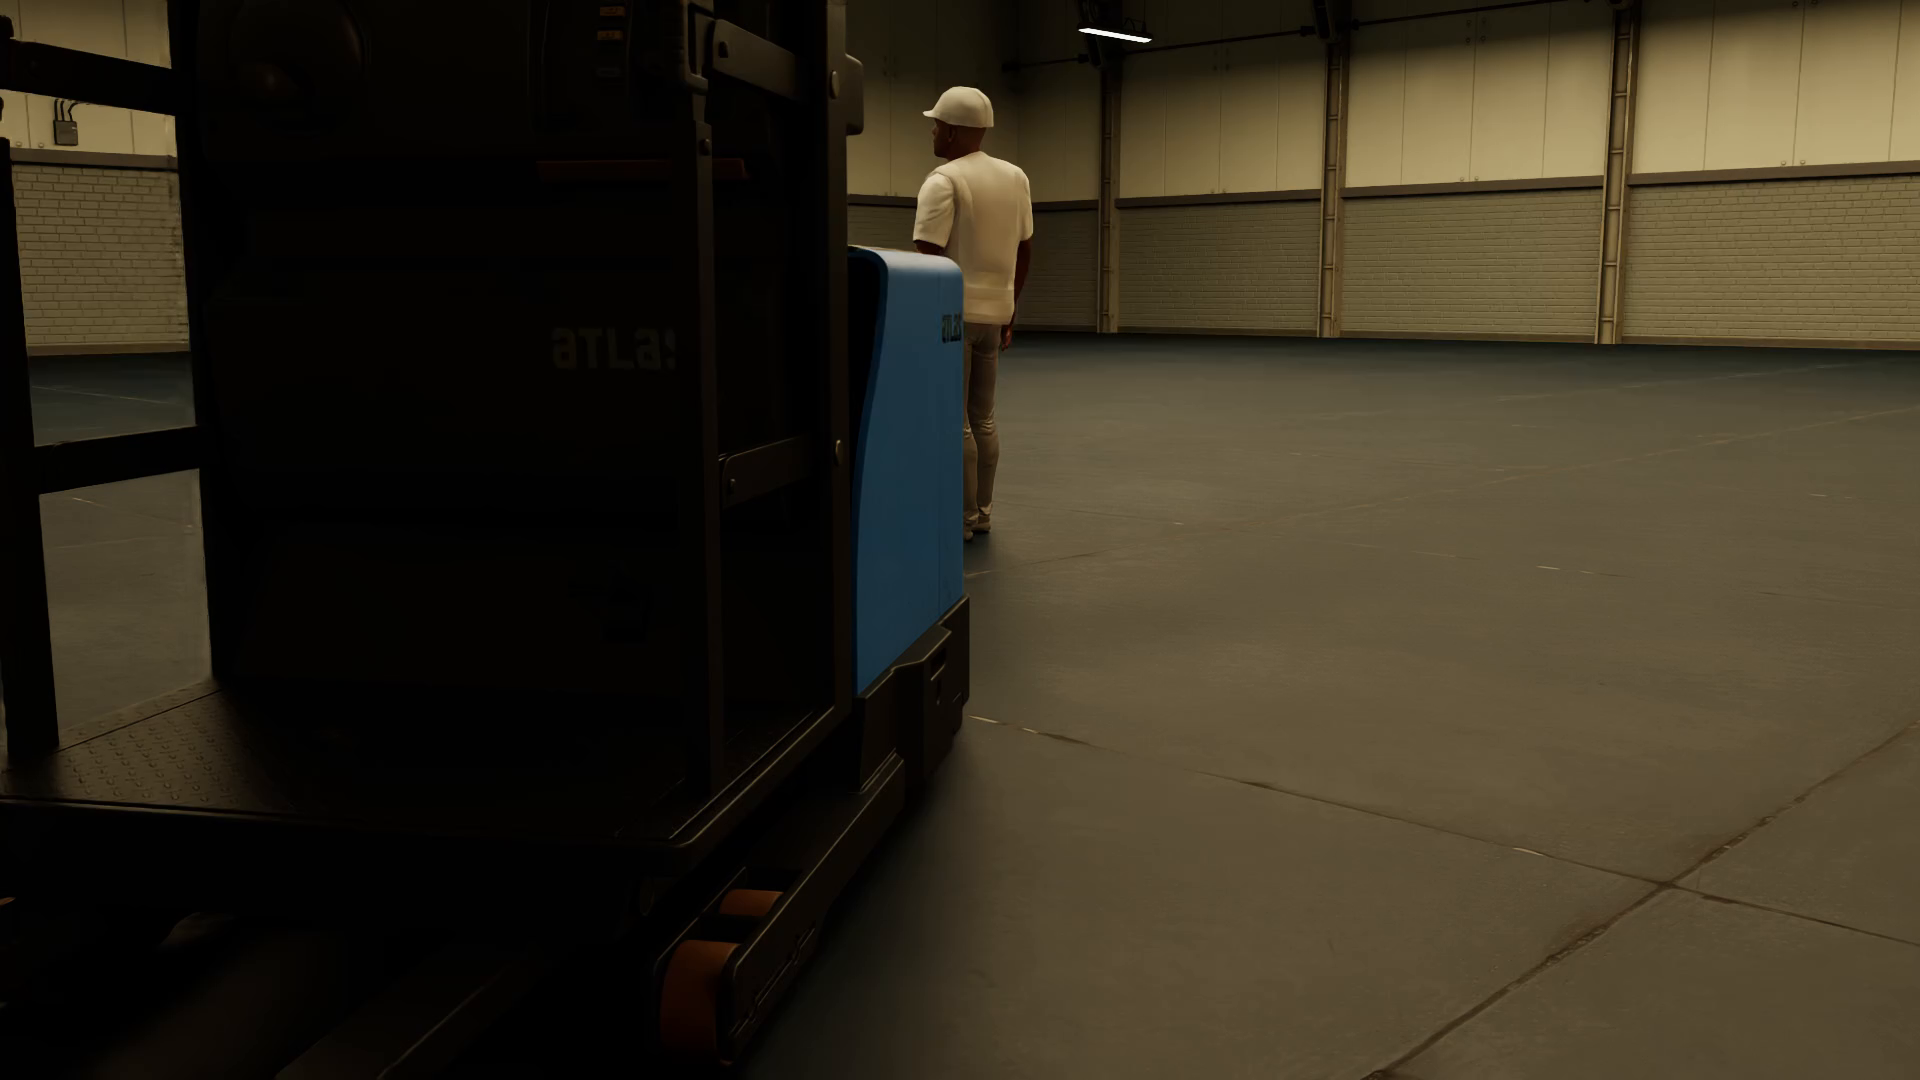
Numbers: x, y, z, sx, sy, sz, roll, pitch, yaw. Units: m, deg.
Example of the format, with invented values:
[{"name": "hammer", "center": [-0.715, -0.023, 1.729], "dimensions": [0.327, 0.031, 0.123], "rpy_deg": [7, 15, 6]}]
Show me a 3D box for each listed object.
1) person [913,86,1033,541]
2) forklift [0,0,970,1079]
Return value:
[{"name": "person", "center": [-0.046, -0.889, 6.637], "dimensions": [0.575, 1.768, 0.665], "rpy_deg": [8, 12, 43]}, {"name": "forklift", "center": [-0.764, -0.822, 2.332], "dimensions": [1.130, 2.935, 3.031], "rpy_deg": [2, 9, 11]}]
